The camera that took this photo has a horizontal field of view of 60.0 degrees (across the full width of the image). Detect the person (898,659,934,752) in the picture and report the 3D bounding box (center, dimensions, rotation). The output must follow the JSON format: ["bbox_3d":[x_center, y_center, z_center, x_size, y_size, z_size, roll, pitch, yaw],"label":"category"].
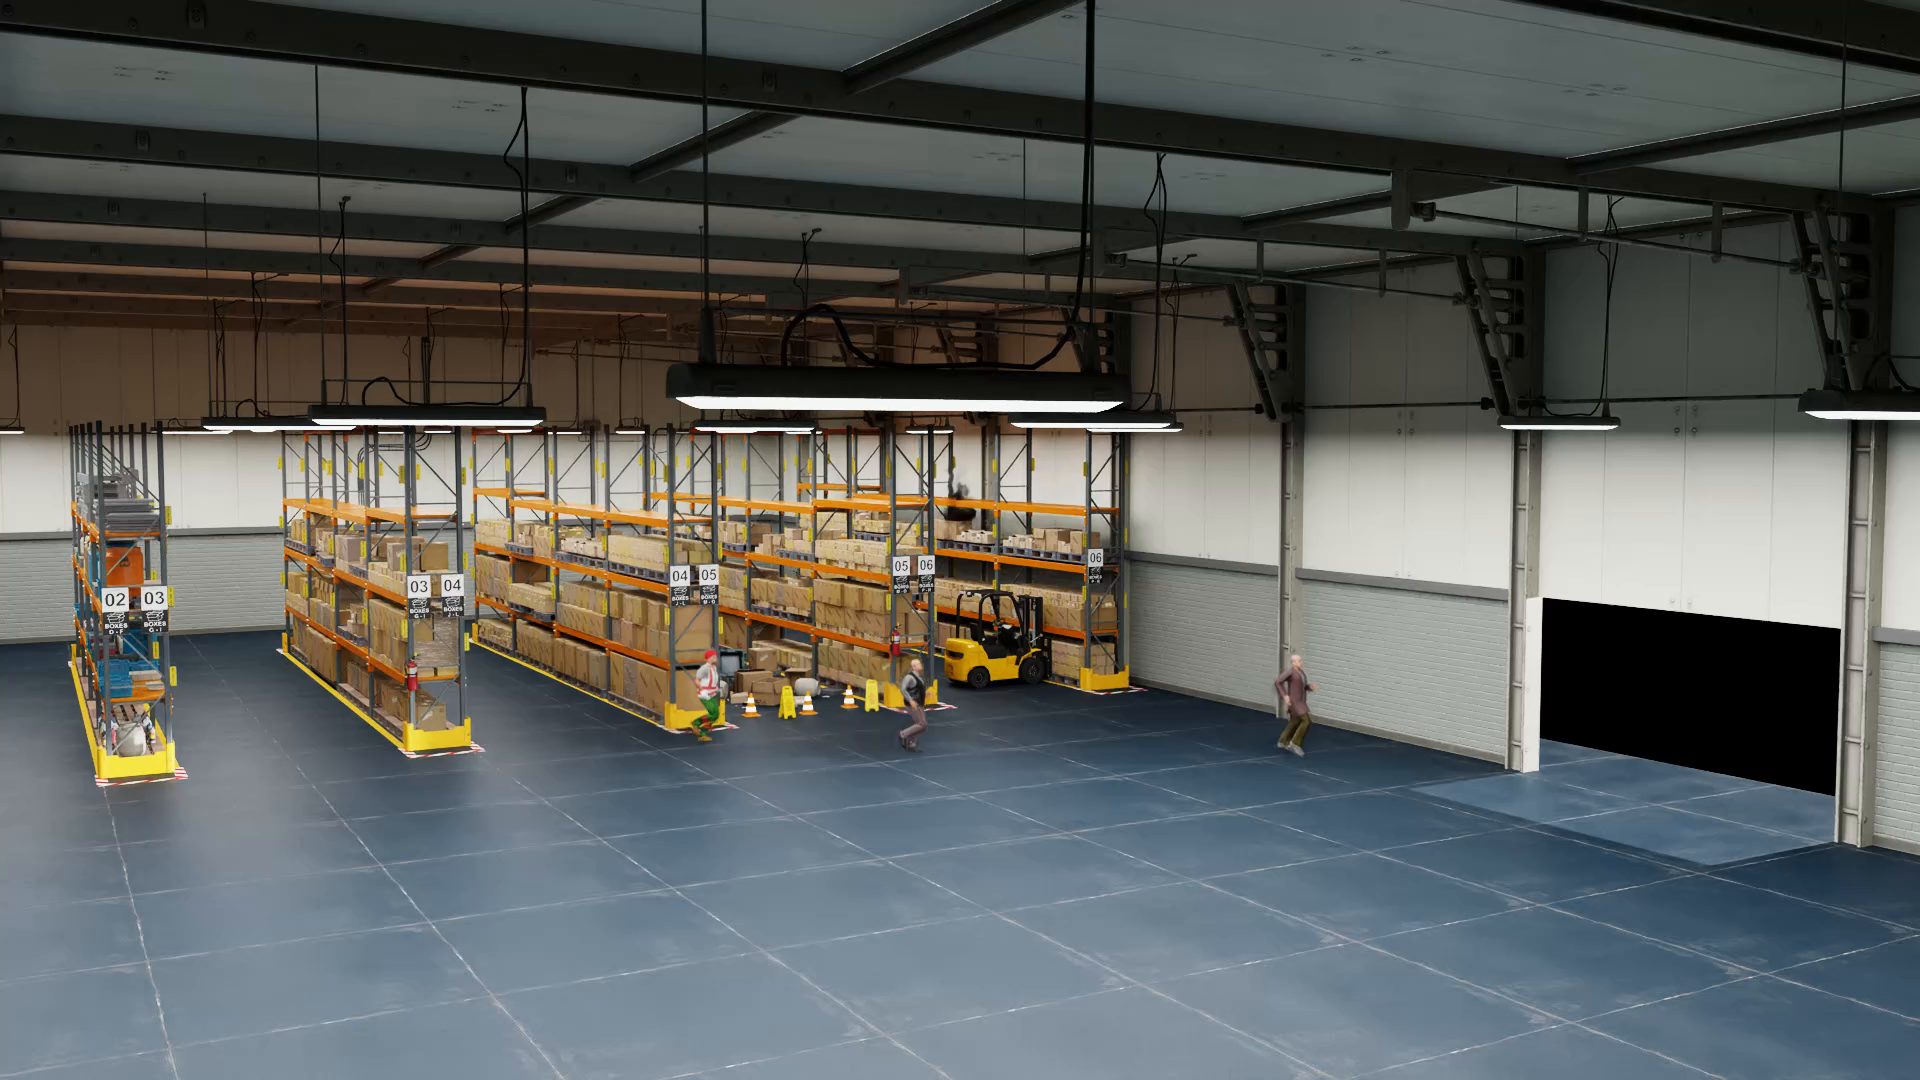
[{"bbox_3d":[-0.790,3.015,30.265,0.610,1.690,0.652,1,4,18],"label":"person"}]

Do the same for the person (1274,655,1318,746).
[{"bbox_3d":[6.092,2.912,30.006,0.775,1.674,0.671,2,4,33],"label":"person"}]

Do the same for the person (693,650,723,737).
[{"bbox_3d":[-4.714,2.909,31.313,0.438,1.672,0.509,1,4,10],"label":"person"}]
